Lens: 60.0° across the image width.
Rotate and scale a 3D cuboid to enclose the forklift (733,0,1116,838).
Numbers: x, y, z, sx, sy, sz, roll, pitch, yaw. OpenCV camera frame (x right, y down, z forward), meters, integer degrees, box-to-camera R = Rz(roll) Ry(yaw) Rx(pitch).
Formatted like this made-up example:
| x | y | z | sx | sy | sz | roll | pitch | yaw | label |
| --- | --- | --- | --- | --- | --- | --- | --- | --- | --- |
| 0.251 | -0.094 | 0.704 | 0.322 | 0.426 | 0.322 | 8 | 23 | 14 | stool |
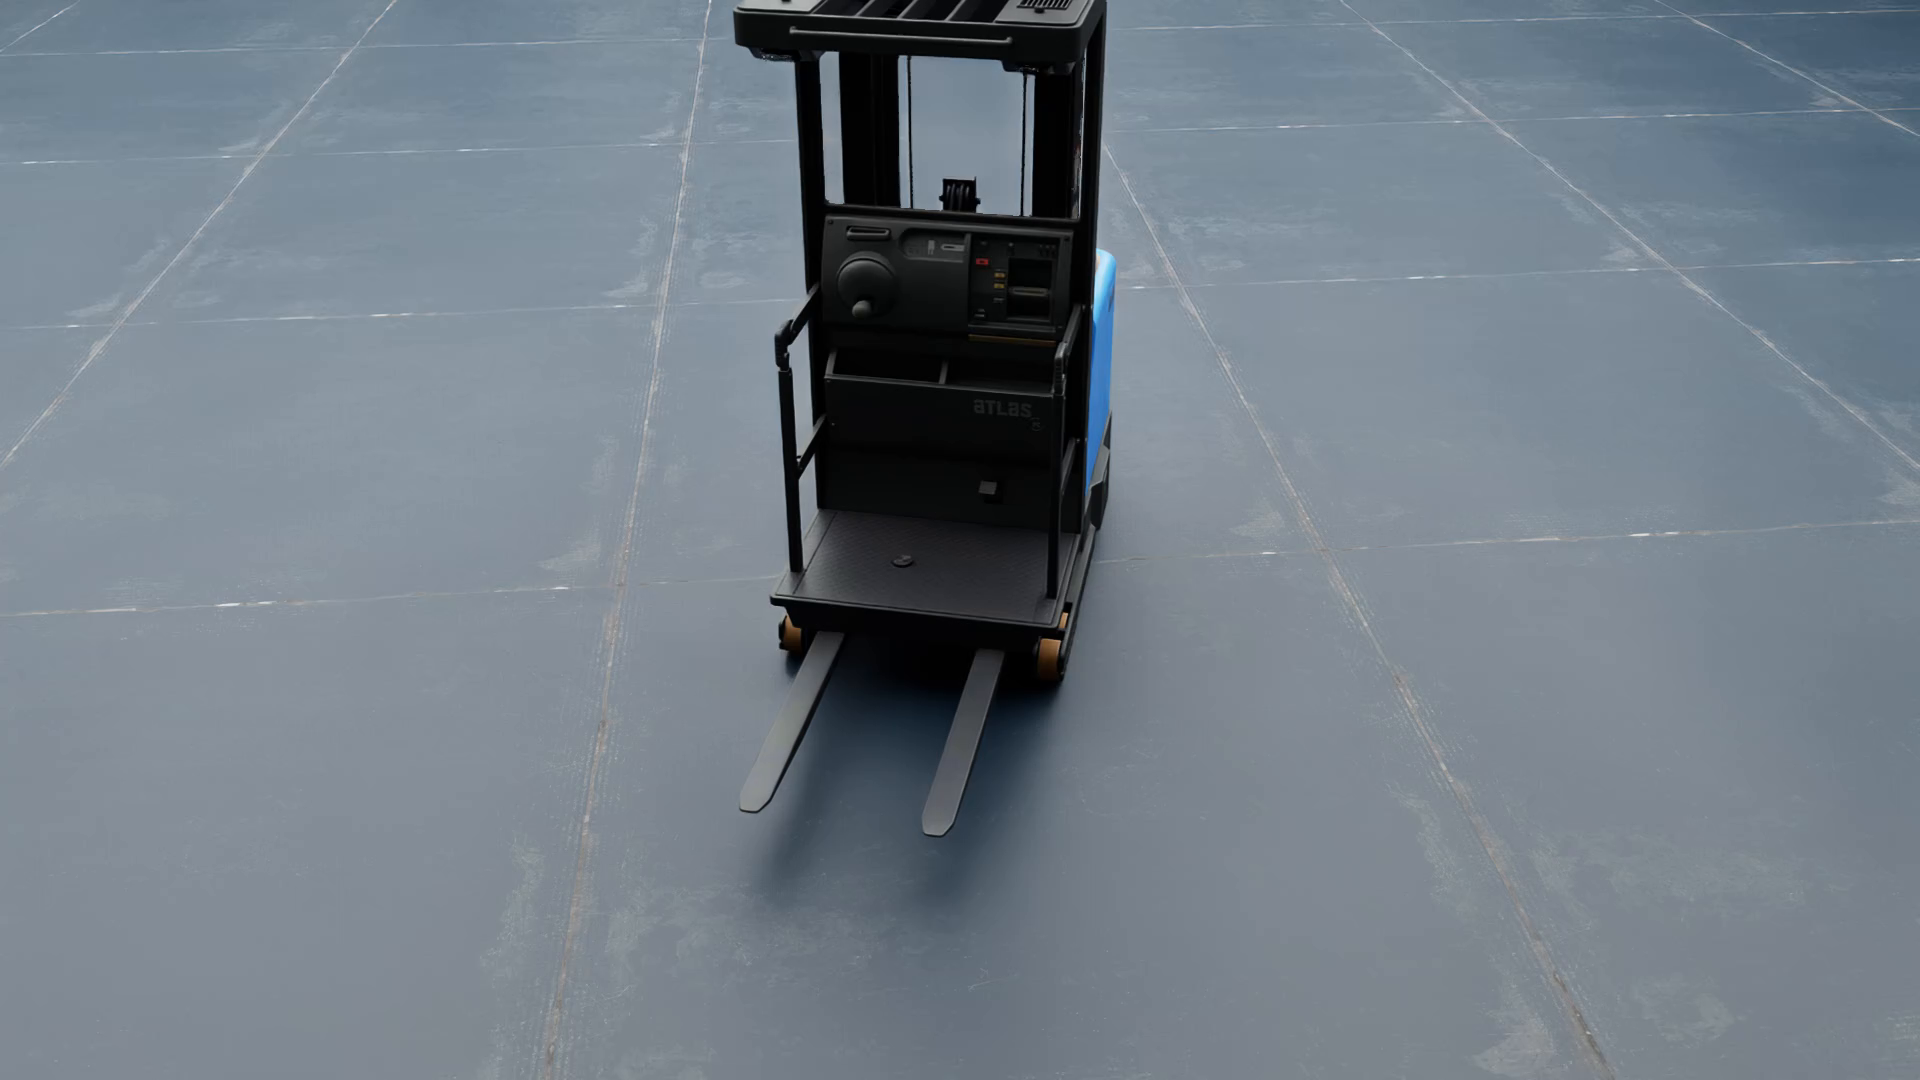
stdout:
| x | y | z | sx | sy | sz | roll | pitch | yaw | label |
| --- | --- | --- | --- | --- | --- | --- | --- | --- | --- |
| -0.090 | -0.925 | 5.940 | 1.130 | 2.935 | 3.031 | 6 | 31 | 10 | forklift |
